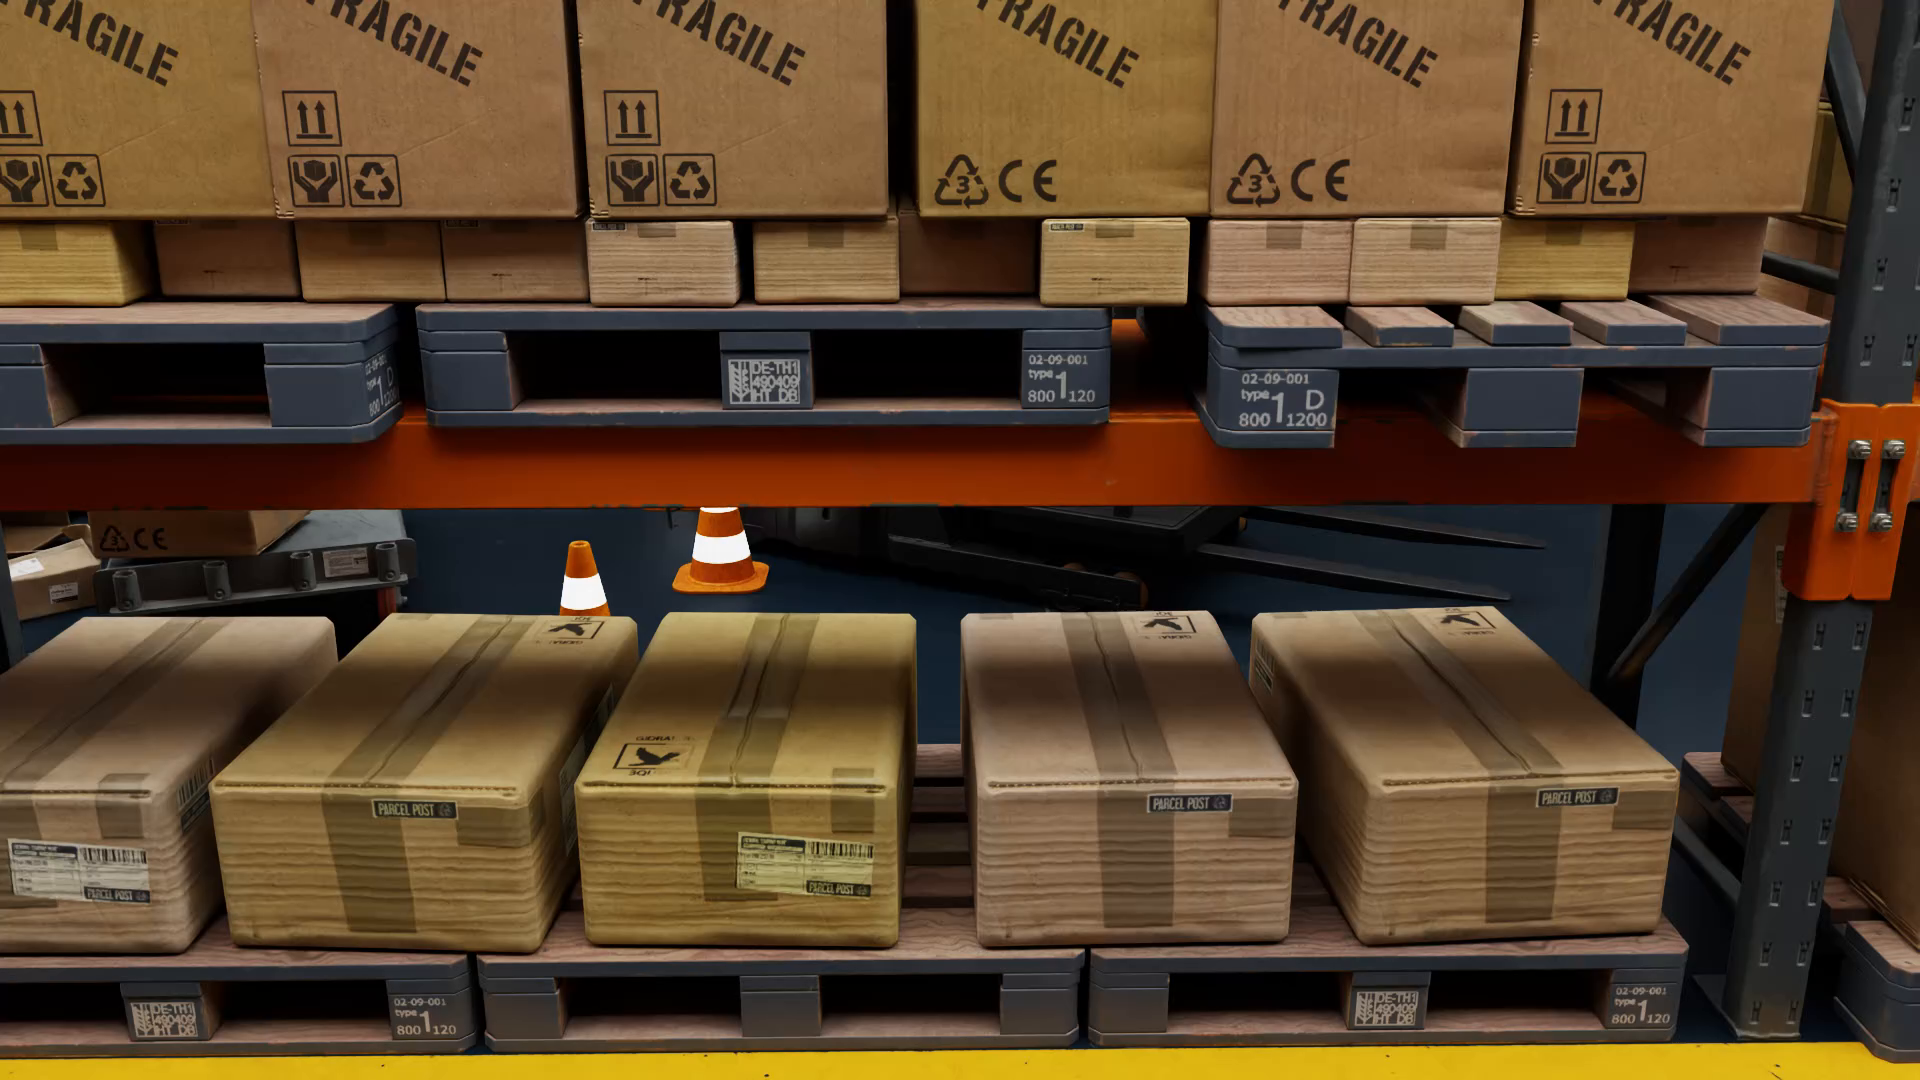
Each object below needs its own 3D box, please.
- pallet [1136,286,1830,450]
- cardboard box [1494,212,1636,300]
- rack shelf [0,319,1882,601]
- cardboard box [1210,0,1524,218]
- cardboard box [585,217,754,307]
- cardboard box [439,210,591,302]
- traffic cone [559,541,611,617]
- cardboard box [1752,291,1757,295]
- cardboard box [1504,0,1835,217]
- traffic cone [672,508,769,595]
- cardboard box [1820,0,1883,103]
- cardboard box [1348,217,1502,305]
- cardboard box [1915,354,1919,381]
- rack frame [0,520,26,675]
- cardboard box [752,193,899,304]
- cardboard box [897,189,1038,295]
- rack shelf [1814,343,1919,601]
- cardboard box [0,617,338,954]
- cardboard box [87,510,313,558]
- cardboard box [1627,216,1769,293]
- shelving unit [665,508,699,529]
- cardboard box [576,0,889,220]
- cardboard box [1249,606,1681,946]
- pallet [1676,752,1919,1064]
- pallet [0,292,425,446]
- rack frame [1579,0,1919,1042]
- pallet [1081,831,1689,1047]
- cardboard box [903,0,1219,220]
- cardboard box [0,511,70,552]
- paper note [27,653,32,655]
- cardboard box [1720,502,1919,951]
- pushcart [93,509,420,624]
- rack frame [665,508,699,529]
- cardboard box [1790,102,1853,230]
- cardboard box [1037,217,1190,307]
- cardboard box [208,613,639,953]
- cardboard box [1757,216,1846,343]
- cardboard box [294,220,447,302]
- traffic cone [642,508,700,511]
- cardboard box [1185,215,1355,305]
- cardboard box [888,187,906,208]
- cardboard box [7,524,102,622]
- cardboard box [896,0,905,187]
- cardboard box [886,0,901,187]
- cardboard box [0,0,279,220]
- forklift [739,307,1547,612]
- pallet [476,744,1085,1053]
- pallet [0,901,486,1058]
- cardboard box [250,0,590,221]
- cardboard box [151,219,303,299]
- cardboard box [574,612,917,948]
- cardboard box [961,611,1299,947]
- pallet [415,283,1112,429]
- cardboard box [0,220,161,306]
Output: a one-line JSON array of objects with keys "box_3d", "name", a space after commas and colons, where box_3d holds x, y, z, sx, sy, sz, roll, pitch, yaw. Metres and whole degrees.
[{"box_3d": [0.922, -0.436, 3.309, 1.003, 0.211, 1.213, 0, 18, -1], "name": "pallet"}, {"box_3d": [1.042, -0.546, 3.064, 0.250, 0.149, 0.380, 0, 18, 0], "name": "cardboard box"}, {"box_3d": [-0.366, -0.211, 3.471, 4.000, 0.370, 1.077, 0, 18, -1], "name": "rack shelf"}, {"box_3d": [0.666, -0.859, 2.977, 0.500, 0.500, 0.500, -1, 18, -2], "name": "cardboard box"}, {"box_3d": [-0.505, -0.528, 3.006, 0.250, 0.149, 0.380, 0, 18, 1], "name": "cardboard box"}, {"box_3d": [-0.772, -0.542, 3.051, 0.250, 0.149, 0.380, 0, 18, 0], "name": "cardboard box"}, {"box_3d": [-1.148, 0.231, 5.070, 0.334, 0.463, 0.336, 0, 18, -1], "name": "traffic cone"}, {"box_3d": [3.692, -1.019, 8.219, 0.500, 0.500, 0.500, -1, 18, -2], "name": "cardboard box"}, {"box_3d": [1.183, -0.865, 2.995, 0.500, 0.500, 0.500, -1, 18, -2], "name": "cardboard box"}, {"box_3d": [-0.874, -0.076, 6.027, 0.334, 0.463, 0.336, 0, 18, -1], "name": "traffic cone"}, {"box_3d": [2.146, -1.169, 3.480, 0.500, 0.500, 0.500, -1, 18, -2], "name": "cardboard box"}, {"box_3d": [0.791, -0.531, 3.017, 0.250, 0.149, 0.380, 0, 18, -1], "name": "cardboard box"}, {"box_3d": [2.127, -0.417, 3.182, 0.500, 0.250, 0.500, -1, 18, -2], "name": "cardboard box"}, {"box_3d": [-2.366, -0.544, 3.331, 0.127, 3.000, 1.000, 0, 18, -1], "name": "rack frame"}, {"box_3d": [-0.239, -0.538, 3.038, 0.250, 0.149, 0.380, -1, 18, -3], "name": "cardboard box"}, {"box_3d": [0.011, -0.564, 3.120, 0.250, 0.149, 0.380, 0, 18, 0], "name": "cardboard box"}, {"box_3d": [3.633, -0.230, 3.531, 4.000, 0.370, 1.077, 0, 18, -1], "name": "rack shelf"}, {"box_3d": [-1.842, 0.504, 3.679, 0.625, 0.372, 0.950, 0, 18, 0], "name": "cardboard box"}, {"box_3d": [-2.424, -0.257, 5.292, 0.500, 0.500, 0.500, 0, 18, -1], "name": "cardboard box"}, {"box_3d": [1.309, -0.570, 3.137, 0.250, 0.149, 0.380, 0, 18, 1], "name": "cardboard box"}, {"box_3d": [-1.070, -0.508, 6.626, 0.210, 0.900, 0.258, 2, 17, 29], "name": "shelving unit"}, {"box_3d": [-0.384, -0.854, 2.961, 0.500, 0.500, 0.500, -1, 18, -3], "name": "cardboard box"}, {"box_3d": [1.068, 0.488, 3.730, 0.625, 0.372, 0.950, -1, 18, -5], "name": "cardboard box"}, {"box_3d": [2.423, 0.784, 3.758, 1.213, 0.211, 1.003, 0, 18, -1], "name": "pallet"}, {"box_3d": [-1.600, -0.411, 3.234, 1.213, 0.211, 1.003, 0, 18, -1], "name": "pallet"}, {"box_3d": [1.633, -0.563, 3.391, 0.127, 3.000, 1.000, 0, 18, -1], "name": "rack frame"}, {"box_3d": [0.852, 0.768, 3.807, 1.213, 0.211, 1.003, 0, 18, -1], "name": "pallet"}, {"box_3d": [0.162, -0.856, 2.968, 0.500, 0.500, 0.500, -1, 18, -5], "name": "cardboard box"}, {"box_3d": [-3.715, -0.189, 6.091, 0.503, 0.637, 0.797, 0, 18, -1], "name": "cardboard box"}, {"box_3d": [-2.923, 0.352, 5.401, 0.142, 0.019, 0.148, 0, 18, -1], "name": "paper note"}, {"box_3d": [2.325, 0.271, 3.583, 0.875, 0.875, 0.875, 0, 18, -1], "name": "cardboard box"}, {"box_3d": [-2.452, 0.009, 5.902, 0.936, 0.377, 1.648, -7, 19, -20], "name": "pushcart"}, {"box_3d": [-1.159, -0.511, 6.675, 0.006, 0.900, 0.240, 2, 17, 29], "name": "rack frame"}, {"box_3d": [2.114, -0.809, 3.587, 0.500, 0.250, 0.500, 0, 18, -1], "name": "cardboard box"}, {"box_3d": [0.264, -0.527, 3.004, 0.250, 0.149, 0.380, 0, 18, 0], "name": "cardboard box"}, {"box_3d": [-1.123, 0.500, 3.693, 0.625, 0.372, 0.950, 1, 18, 3], "name": "cardboard box"}, {"box_3d": [2.135, -0.573, 3.669, 0.500, 0.250, 0.500, -1, 18, -3], "name": "cardboard box"}, {"box_3d": [-1.019, -0.542, 3.050, 0.250, 0.149, 0.380, 0, 18, 0], "name": "cardboard box"}, {"box_3d": [-1.181, -0.392, 7.013, 0.334, 0.463, 0.336, 0, 18, -1], "name": "traffic cone"}, {"box_3d": [0.539, -0.533, 3.021, 0.250, 0.149, 0.380, -1, 18, -3], "name": "cardboard box"}, {"box_3d": [-0.049, -0.687, 3.502, 0.250, 0.149, 0.380, 0, 18, 1], "name": "cardboard box"}, {"box_3d": [-3.215, 0.107, 5.780, 0.396, 0.266, 0.258, -15, 23, -39], "name": "cardboard box"}, {"box_3d": [0.128, -1.011, 3.451, 0.500, 0.500, 0.500, 0, 18, 0], "name": "cardboard box"}, {"box_3d": [-0.372, -1.011, 3.451, 0.500, 0.500, 0.500, -1, 18, -3], "name": "cardboard box"}, {"box_3d": [-1.392, -0.850, 2.949, 0.500, 0.500, 0.500, 0, 18, -1], "name": "cardboard box"}, {"box_3d": [0.553, -1.304, 5.814, 3.031, 2.935, 1.130, 9, 20, 27], "name": "forklift"}, {"box_3d": [-0.365, 0.773, 3.792, 1.213, 0.211, 1.003, 0, 18, -1], "name": "pallet"}, {"box_3d": [-1.588, 0.780, 3.770, 1.213, 0.211, 1.003, 0, 18, -1], "name": "pallet"}, {"box_3d": [-0.898, -0.848, 2.943, 0.500, 0.500, 0.500, 0, 18, -1], "name": "cardboard box"}, {"box_3d": [-1.277, -0.553, 3.086, 0.250, 0.149, 0.380, 1, 18, 3], "name": "cardboard box"}, {"box_3d": [-0.428, 0.496, 3.705, 0.625, 0.372, 0.950, 0, 18, 1], "name": "cardboard box"}, {"box_3d": [0.330, 0.494, 3.711, 0.625, 0.372, 0.950, -1, 18, -2], "name": "cardboard box"}, {"box_3d": [-0.345, -0.449, 3.352, 1.213, 0.211, 1.003, 0, 18, -1], "name": "pallet"}, {"box_3d": [-1.559, -0.529, 3.008, 0.250, 0.149, 0.380, 0, 18, 0], "name": "cardboard box"}]
